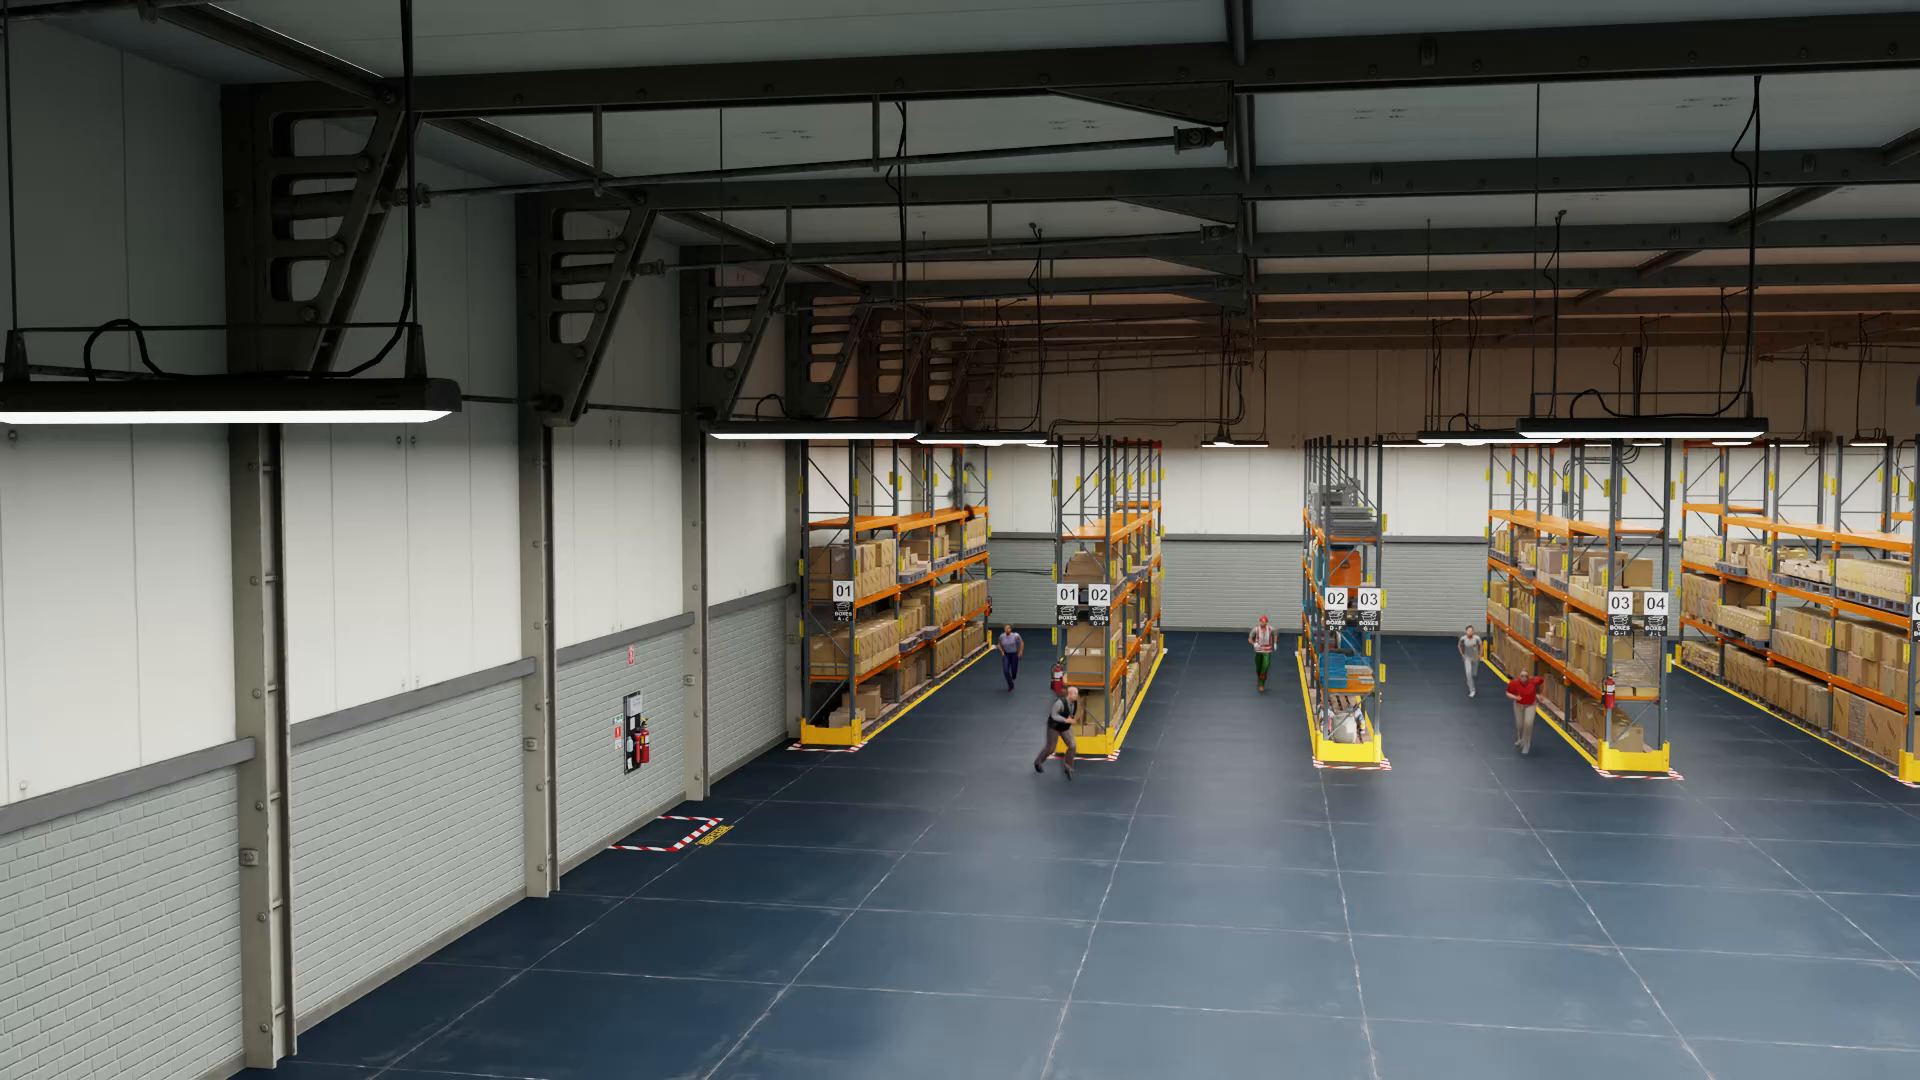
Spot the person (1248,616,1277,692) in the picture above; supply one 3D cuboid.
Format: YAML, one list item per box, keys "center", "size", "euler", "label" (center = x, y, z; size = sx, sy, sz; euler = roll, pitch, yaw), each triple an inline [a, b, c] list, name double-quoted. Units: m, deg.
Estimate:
- center: [7.239, 2.682, 39.755]
  size: [0.685, 1.775, 1.030]
  euler: [0, 3, 8]
  label: "person"

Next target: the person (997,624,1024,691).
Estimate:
- center: [1.207, 2.800, 39.769]
  size: [0.633, 1.618, 0.653]
  euler: [1, 3, 10]
  label: "person"

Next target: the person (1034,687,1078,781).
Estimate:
- center: [1.703, 3.361, 29.082]
  size: [0.989, 1.680, 0.701]
  euler: [3, 4, 44]
  label: "person"

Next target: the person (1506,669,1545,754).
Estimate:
- center: [10.730, 3.240, 31.566]
  size: [0.704, 1.687, 1.021]
  euler: [1, 3, 20]
  label: "person"

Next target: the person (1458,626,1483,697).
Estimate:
- center: [11.981, 2.817, 39.046]
  size: [0.566, 1.658, 0.937]
  euler: [1, 3, 12]
  label: "person"
